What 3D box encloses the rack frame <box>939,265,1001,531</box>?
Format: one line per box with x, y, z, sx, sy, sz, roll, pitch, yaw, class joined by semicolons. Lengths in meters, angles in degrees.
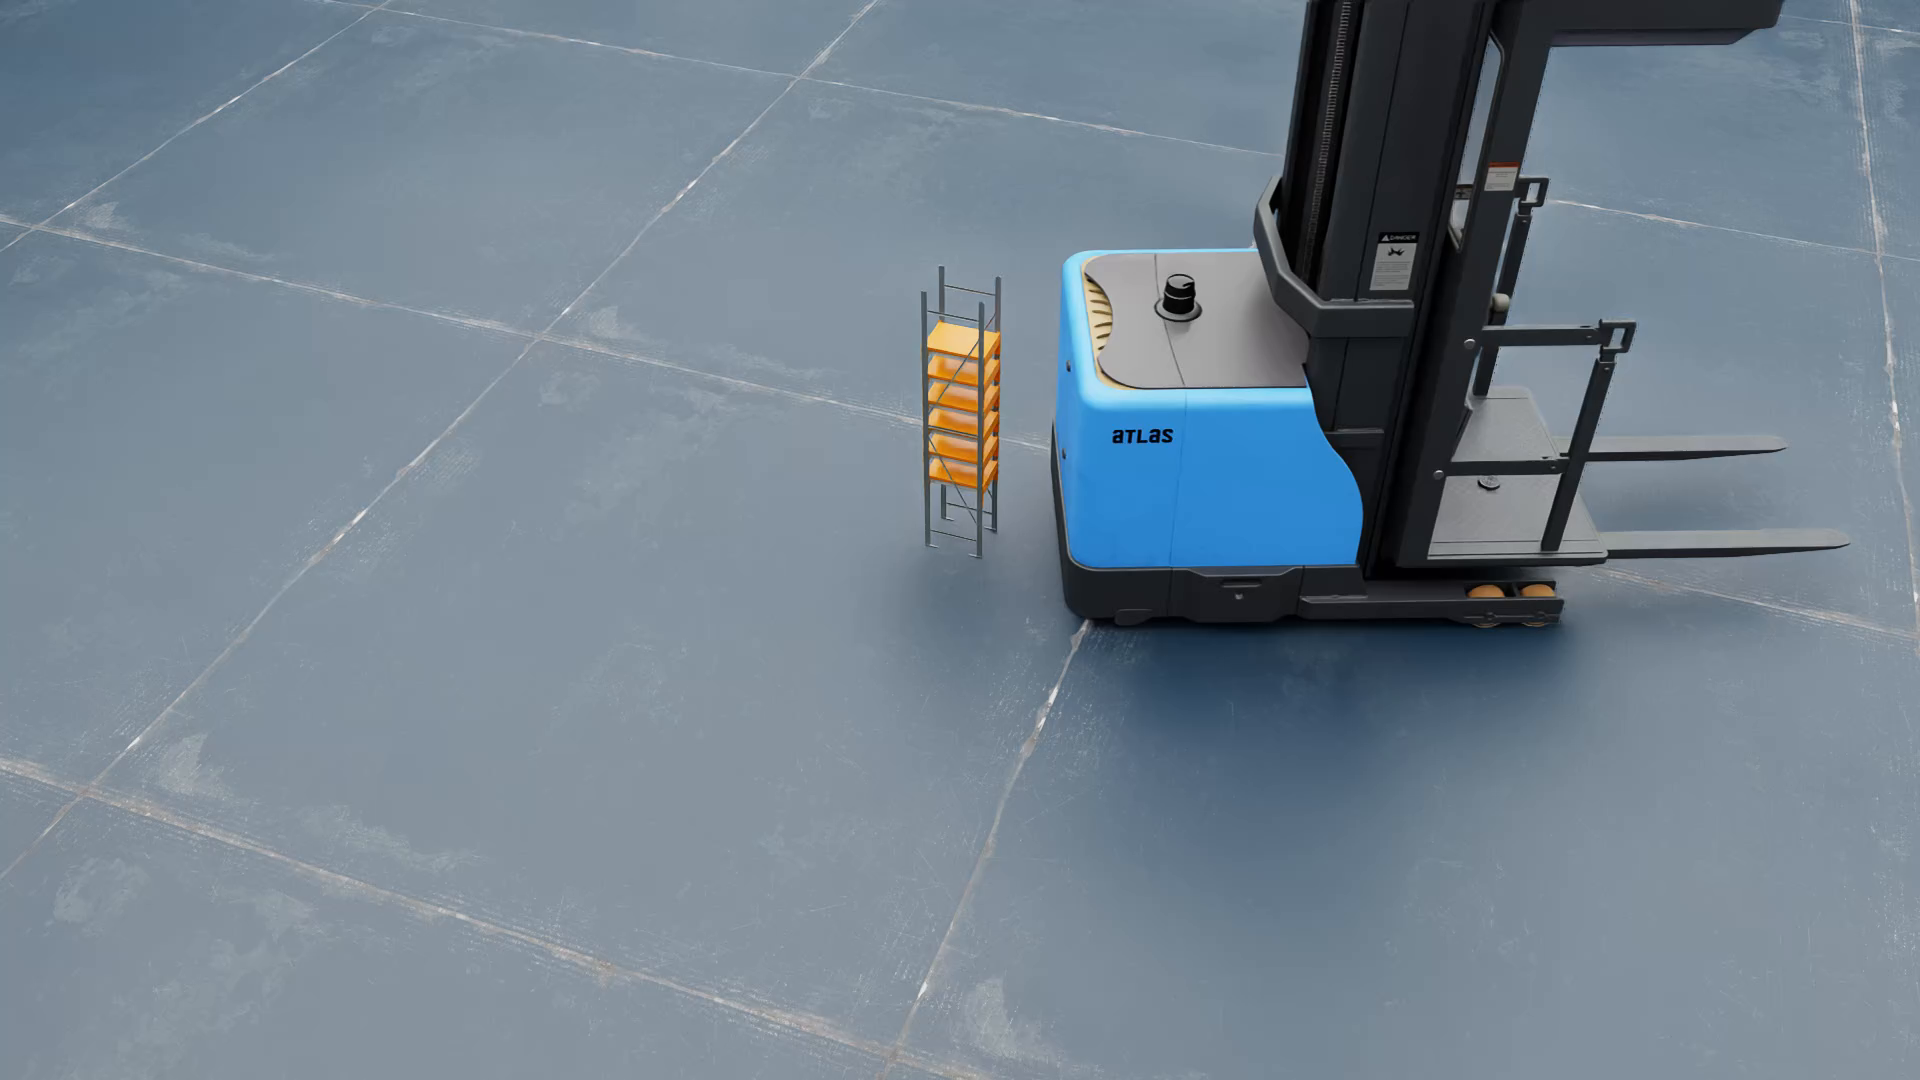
0.036;-0.521;6.436;0.240;1.200;0.006;13;42;15;rack frame

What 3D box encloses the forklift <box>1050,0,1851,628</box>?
1.906;-1.126;5.812;3.031;2.935;1.130;-1;40;-1;forklift

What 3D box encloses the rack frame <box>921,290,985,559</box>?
-0.026;-0.409;6.306;0.240;1.200;0.006;13;42;15;rack frame

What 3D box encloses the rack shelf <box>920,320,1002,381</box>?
0.005;-0.705;6.166;0.258;0.103;0.180;13;42;15;rack shelf

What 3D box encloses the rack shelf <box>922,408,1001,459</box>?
0.005;-0.431;6.400;0.258;0.103;0.180;13;42;15;rack shelf

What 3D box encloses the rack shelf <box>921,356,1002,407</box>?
0.005;-0.614;6.244;0.258;0.103;0.180;13;42;15;rack shelf

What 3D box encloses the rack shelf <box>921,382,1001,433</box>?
0.005;-0.523;6.322;0.258;0.103;0.180;13;42;15;rack shelf

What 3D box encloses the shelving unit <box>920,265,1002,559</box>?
0.005;-0.465;6.371;0.258;1.200;0.189;13;42;15;shelving unit

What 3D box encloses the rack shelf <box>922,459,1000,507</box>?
0.005;-0.249;6.556;0.258;0.103;0.180;13;42;15;rack shelf

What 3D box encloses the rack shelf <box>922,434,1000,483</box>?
0.005;-0.340;6.478;0.258;0.103;0.180;13;42;15;rack shelf
